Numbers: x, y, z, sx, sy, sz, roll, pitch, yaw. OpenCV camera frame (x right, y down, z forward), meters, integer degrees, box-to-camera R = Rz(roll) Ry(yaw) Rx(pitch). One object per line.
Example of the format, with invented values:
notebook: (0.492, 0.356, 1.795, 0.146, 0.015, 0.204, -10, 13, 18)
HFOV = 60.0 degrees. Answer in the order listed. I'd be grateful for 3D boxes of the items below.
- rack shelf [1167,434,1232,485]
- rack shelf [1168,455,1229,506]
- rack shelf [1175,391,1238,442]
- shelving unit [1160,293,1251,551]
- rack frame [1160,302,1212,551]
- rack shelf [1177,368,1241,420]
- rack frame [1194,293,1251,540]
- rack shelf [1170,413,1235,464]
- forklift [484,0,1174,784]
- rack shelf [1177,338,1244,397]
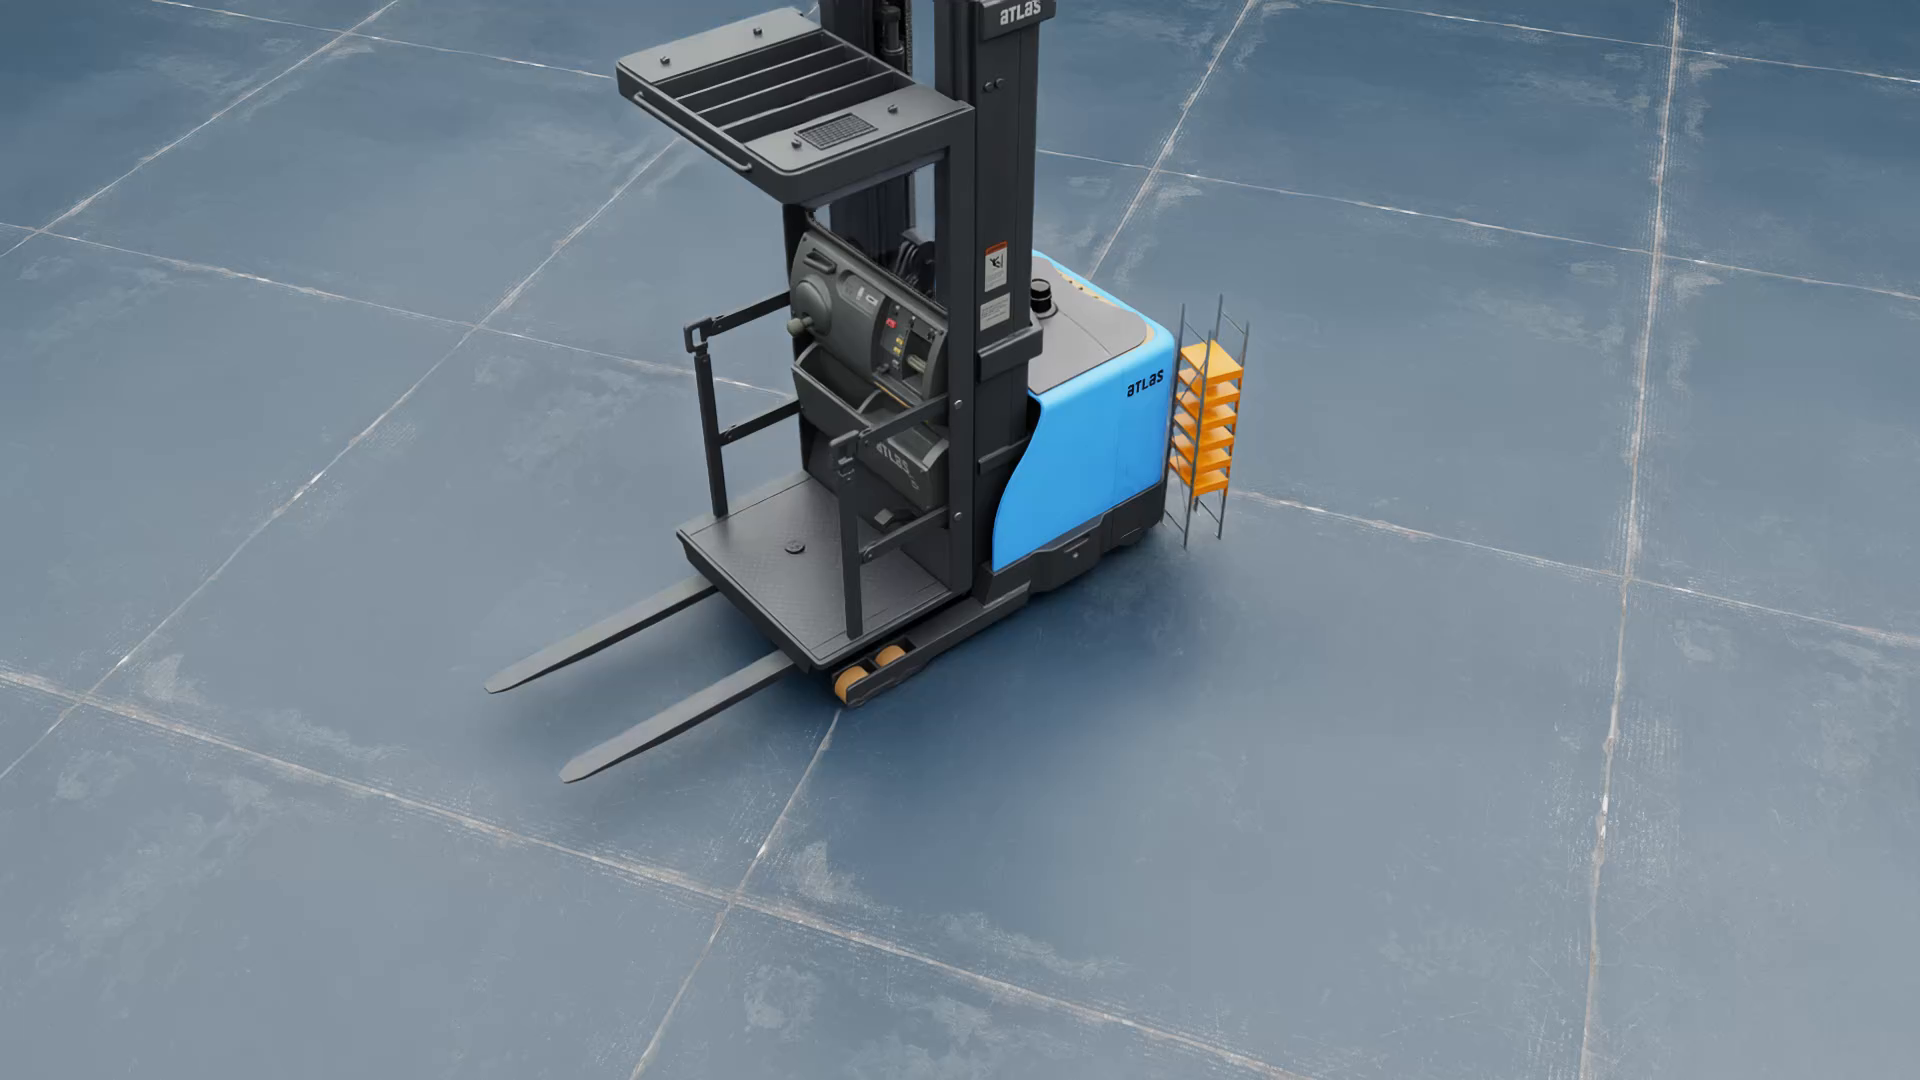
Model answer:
rack shelf: (1.075, -0.378, 7.476, 0.180, 0.103, 0.258, -16, 43, -18)
rack shelf: (1.075, -0.287, 7.554, 0.180, 0.103, 0.258, -16, 43, -18)
rack shelf: (1.075, -0.561, 7.320, 0.180, 0.103, 0.258, -16, 43, -18)
shelving unit: (1.075, -0.504, 7.369, 0.189, 1.200, 0.258, -16, 43, -18)
rack frame: (0.991, -0.480, 7.341, 0.006, 1.200, 0.240, -16, 43, -18)
rack shelf: (1.075, -0.652, 7.242, 0.180, 0.103, 0.258, -16, 43, -18)
rack frame: (1.159, -0.527, 7.397, 0.006, 1.200, 0.240, -16, 43, -18)
rack shelf: (1.075, -0.470, 7.398, 0.180, 0.103, 0.258, -16, 43, -18)
forklift: (-0.530, -0.814, 6.400, 3.031, 2.935, 1.130, -28, 48, -29)
rack shelf: (1.076, -0.744, 7.164, 0.180, 0.103, 0.258, -16, 43, -18)
